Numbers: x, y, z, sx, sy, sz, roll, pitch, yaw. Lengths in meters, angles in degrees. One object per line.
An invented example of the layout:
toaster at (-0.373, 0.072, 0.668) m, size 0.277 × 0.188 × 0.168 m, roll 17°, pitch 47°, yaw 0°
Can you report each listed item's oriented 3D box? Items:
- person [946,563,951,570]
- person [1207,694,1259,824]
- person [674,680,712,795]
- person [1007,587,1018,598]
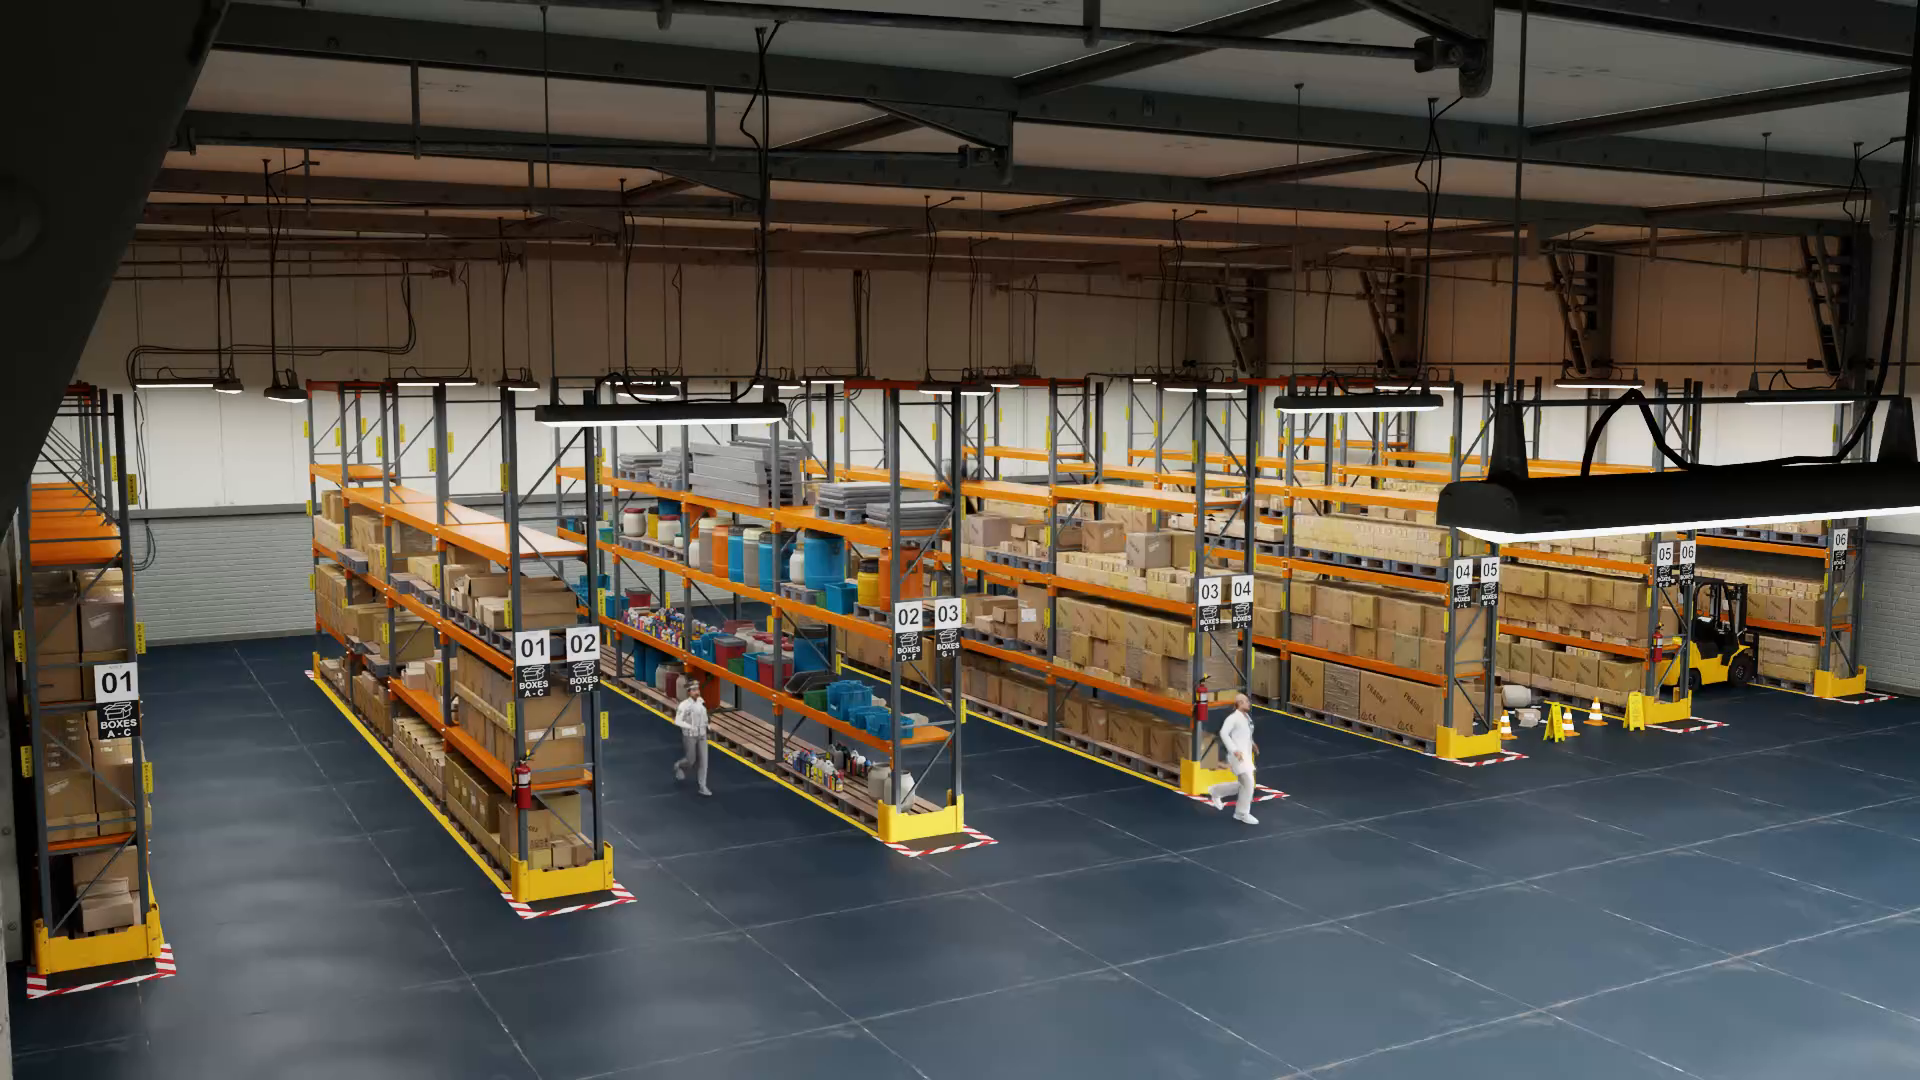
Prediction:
person at (-0.305, 1.075, 42.025) m, size 0.505 × 1.584 × 0.707 m, roll -1°, pitch 6°, yaw -7°
person at (3.860, 3.022, 23.220) m, size 0.795 × 1.741 × 0.763 m, roll 3°, pitch 7°, yaw 27°
person at (-3.911, 2.881, 24.516) m, size 0.618 × 1.669 × 0.890 m, roll -5°, pitch 8°, yaw -40°
person at (1.414, 1.028, 41.783) m, size 0.758 × 1.733 × 0.743 m, roll 3°, pitch 7°, yaw 28°
